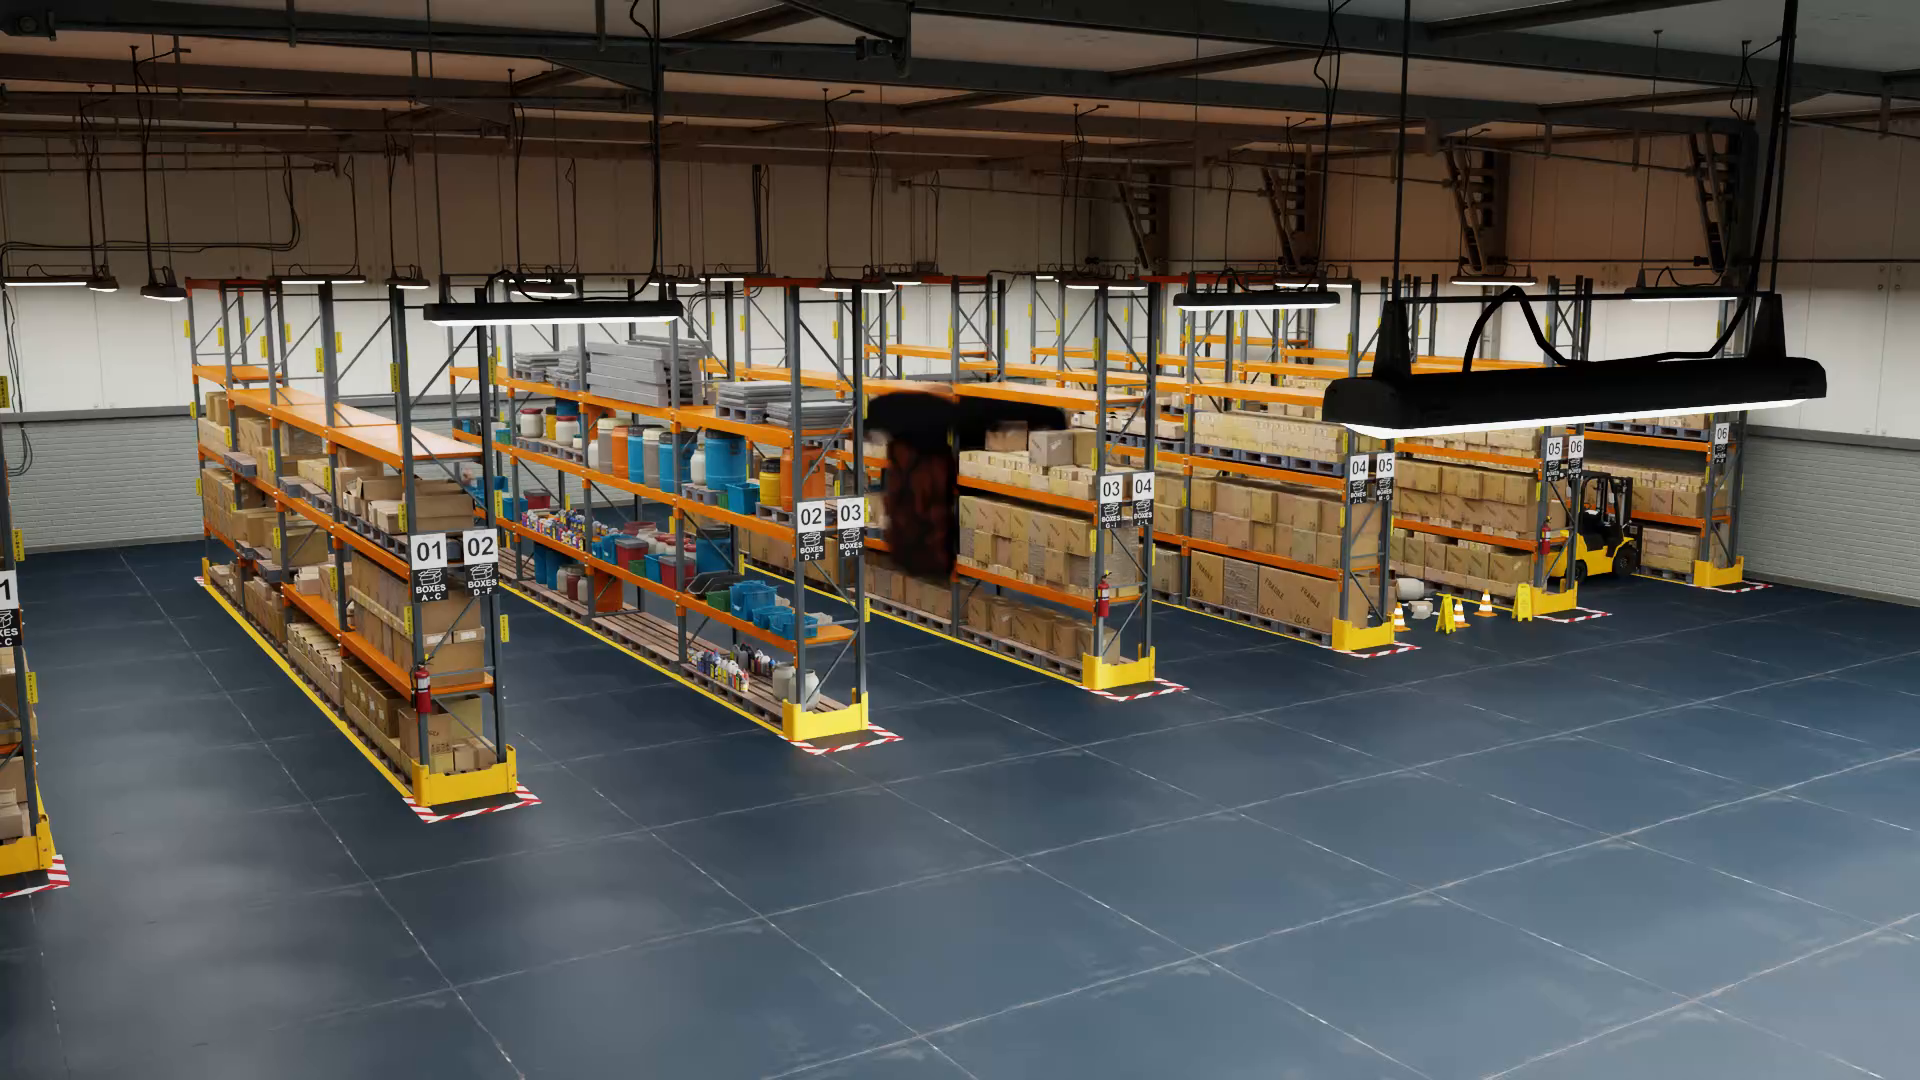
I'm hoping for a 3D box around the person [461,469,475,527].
[{"bbox_3d":[-10.947,-0.677,36.713,0.728,1.768,0.680,0,10,1],"label":"person"}]

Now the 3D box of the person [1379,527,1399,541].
[{"bbox_3d":[9.318,-0.442,35.638,0.664,1.676,0.760,-8,12,-39],"label":"person"}]
